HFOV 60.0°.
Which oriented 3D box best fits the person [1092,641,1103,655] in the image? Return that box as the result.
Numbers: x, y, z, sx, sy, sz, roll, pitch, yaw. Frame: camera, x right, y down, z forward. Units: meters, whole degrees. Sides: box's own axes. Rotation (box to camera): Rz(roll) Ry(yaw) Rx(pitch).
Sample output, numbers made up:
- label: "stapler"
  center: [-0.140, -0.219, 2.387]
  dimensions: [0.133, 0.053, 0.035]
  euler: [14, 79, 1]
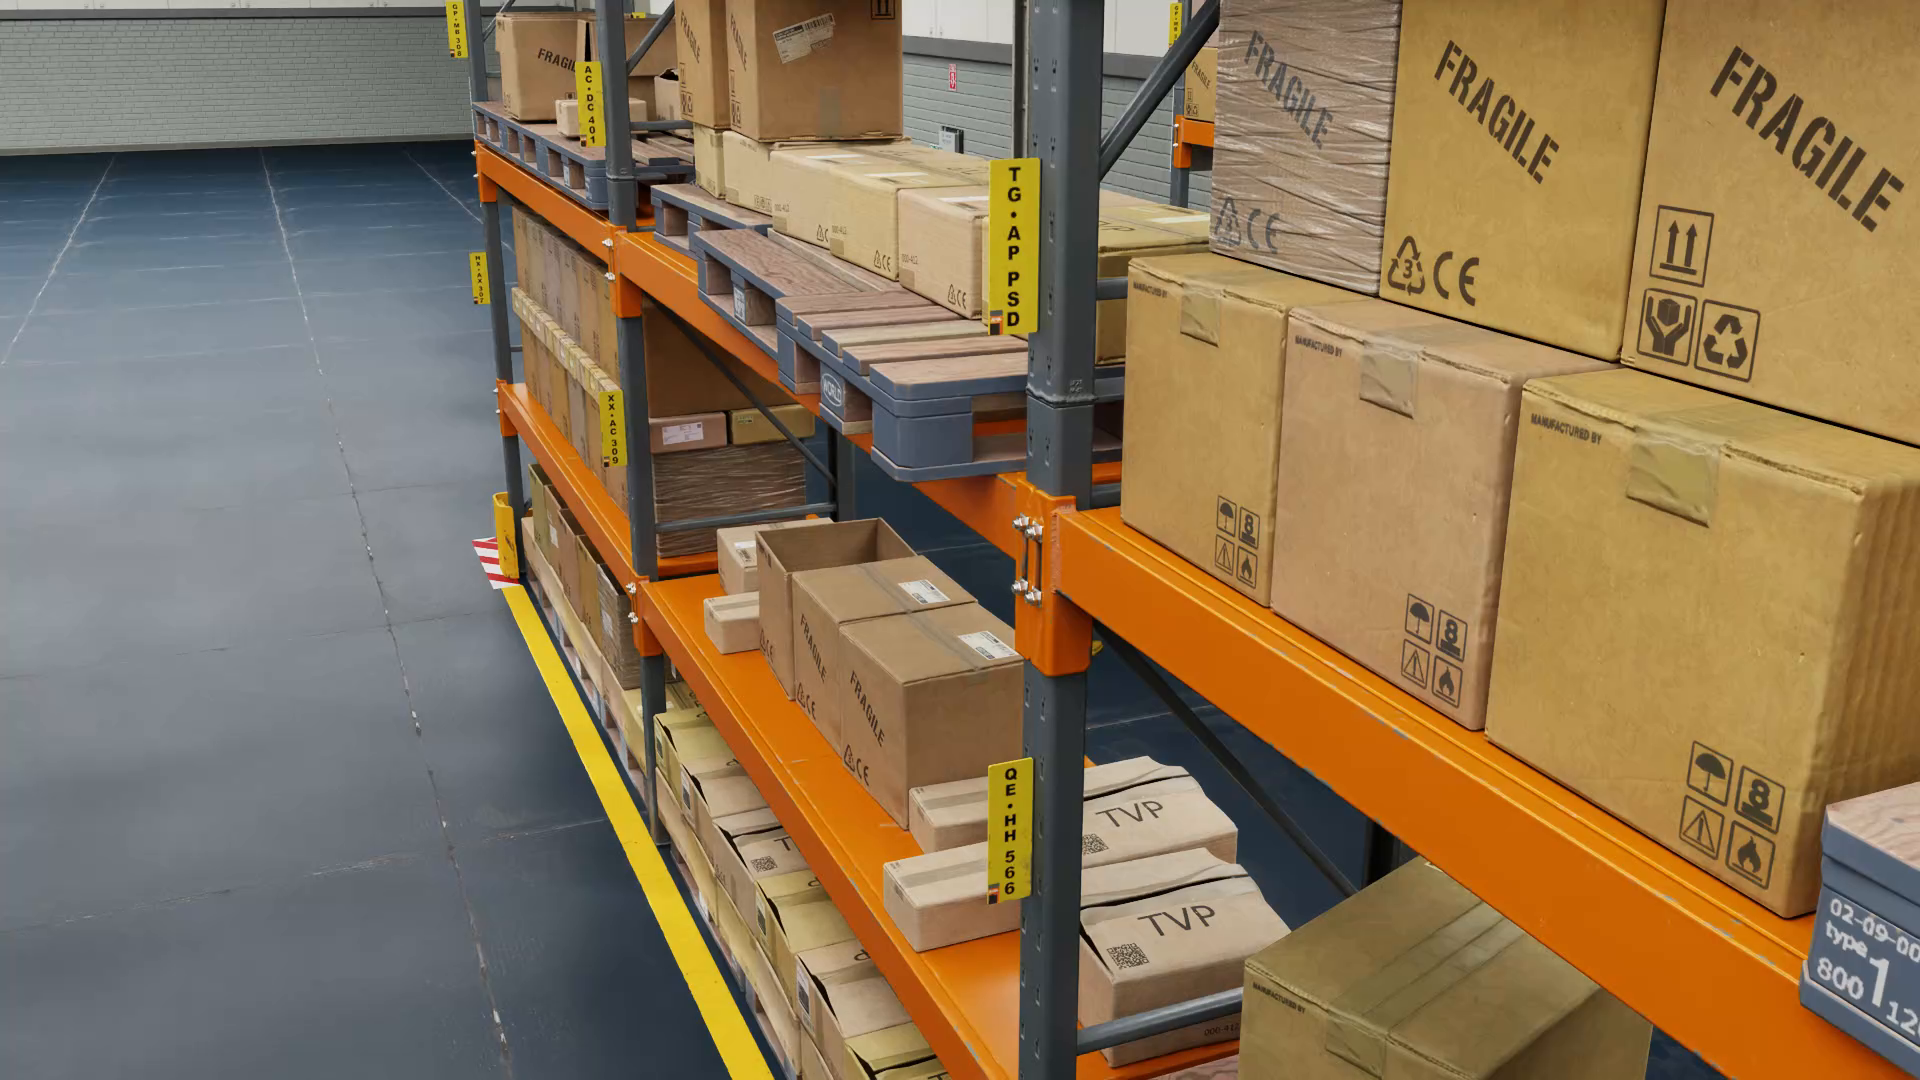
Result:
- label: "person"
  center: [0.649, -0.166, 9.698]
  dimensions: [0.554, 1.651, 0.610]
  euler: [-7, 20, -21]
